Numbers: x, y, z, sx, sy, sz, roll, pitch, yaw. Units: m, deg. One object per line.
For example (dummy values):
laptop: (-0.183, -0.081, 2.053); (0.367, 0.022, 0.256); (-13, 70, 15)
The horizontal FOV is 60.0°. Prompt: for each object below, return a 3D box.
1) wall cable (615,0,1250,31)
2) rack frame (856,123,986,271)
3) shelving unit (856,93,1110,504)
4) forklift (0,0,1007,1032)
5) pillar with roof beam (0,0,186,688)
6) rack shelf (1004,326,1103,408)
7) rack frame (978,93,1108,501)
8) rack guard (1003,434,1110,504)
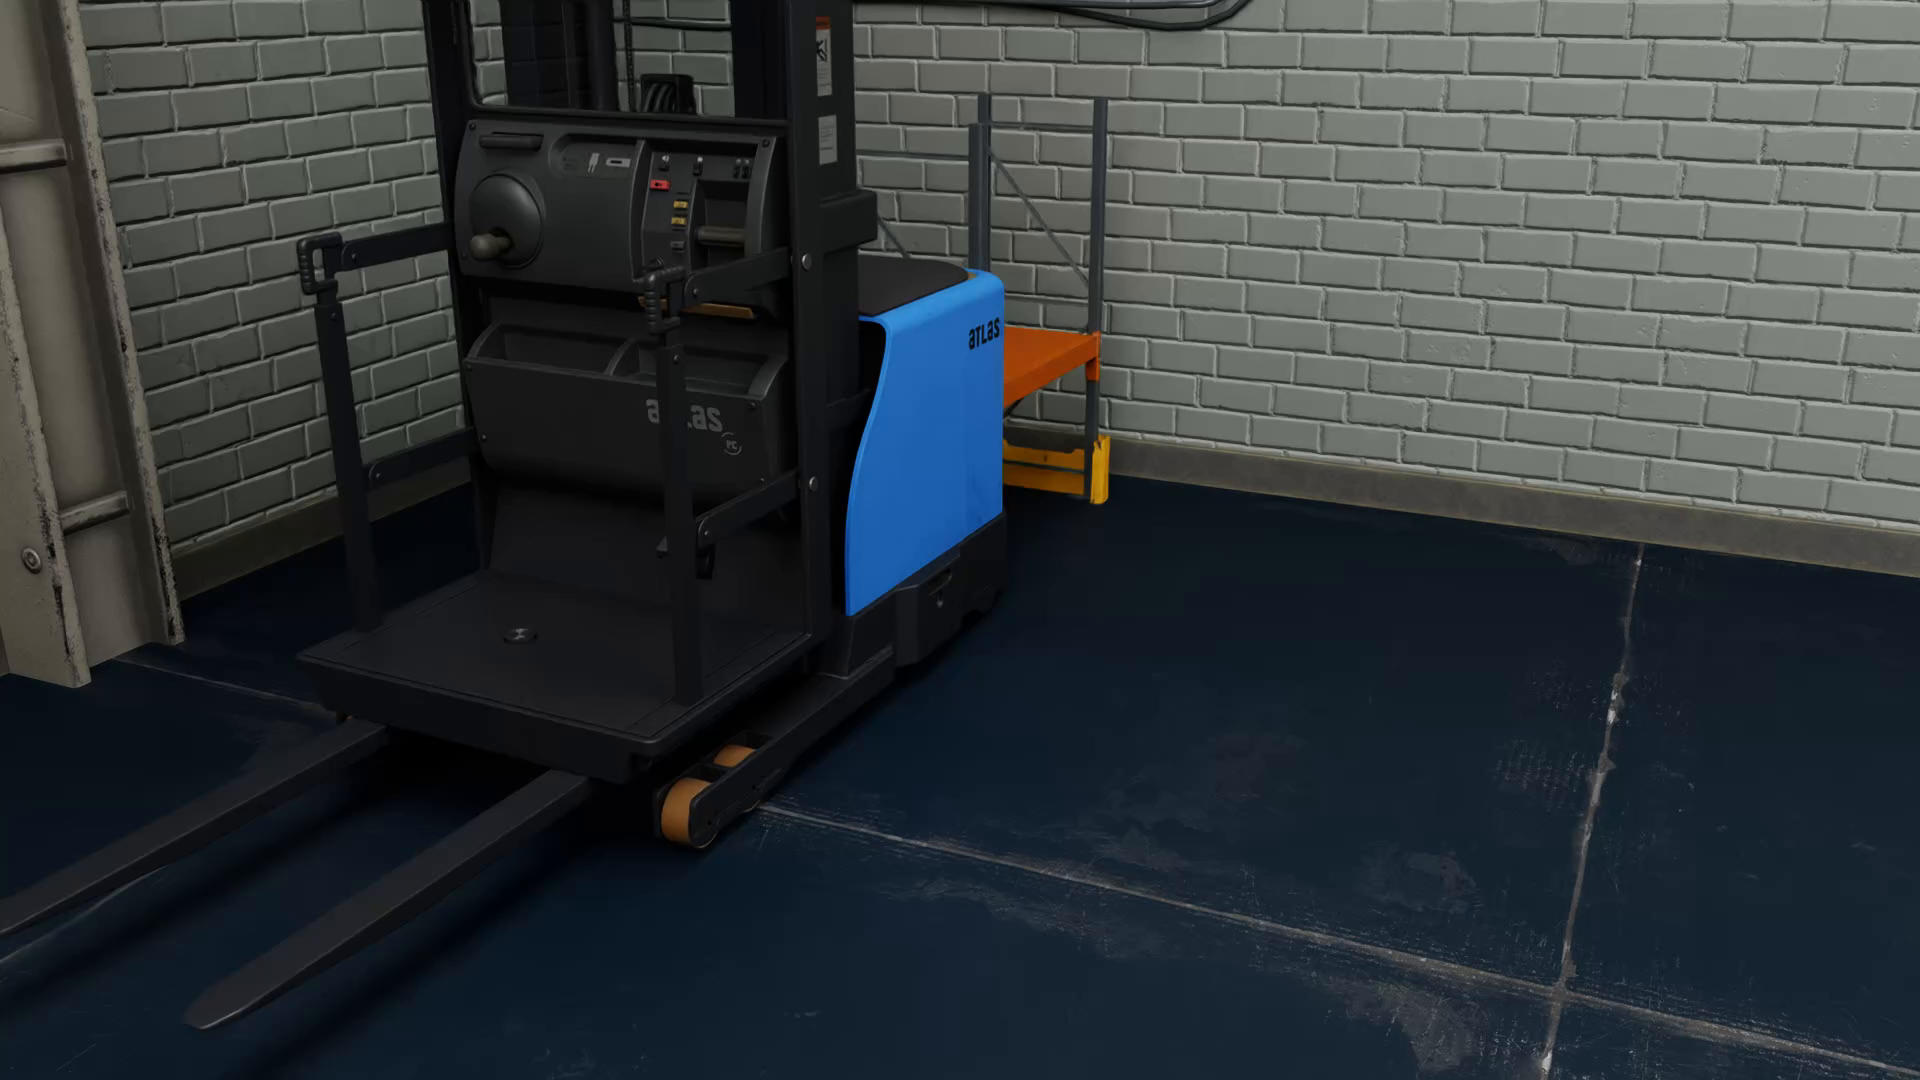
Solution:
wall cable: (-0.271, -3.169, 6.083); (3.097, 2.526, 0.112); (9, 21, 23)
rack frame: (-0.152, -0.592, 5.394); (0.500, 1.500, 0.032); (9, 22, 25)
shelving unit: (0.076, -0.747, 5.832); (0.587, 1.500, 1.083); (9, 22, 25)
forklift: (-0.951, -0.821, 3.902); (1.130, 2.935, 3.031); (9, 22, 25)
pillar with roof beam: (1.331, -3.305, 1.832); (9.100, 9.000, 0.400); (9, 21, 23)
rack shelf: (0.072, -0.575, 5.884); (0.538, 0.185, 1.000); (9, 22, 25)
rack frame: (0.296, -0.897, 6.254); (0.500, 1.500, 0.032); (9, 22, 25)
rack guard: (0.295, -0.308, 6.462); (0.587, 0.250, 0.087); (9, 22, 25)
